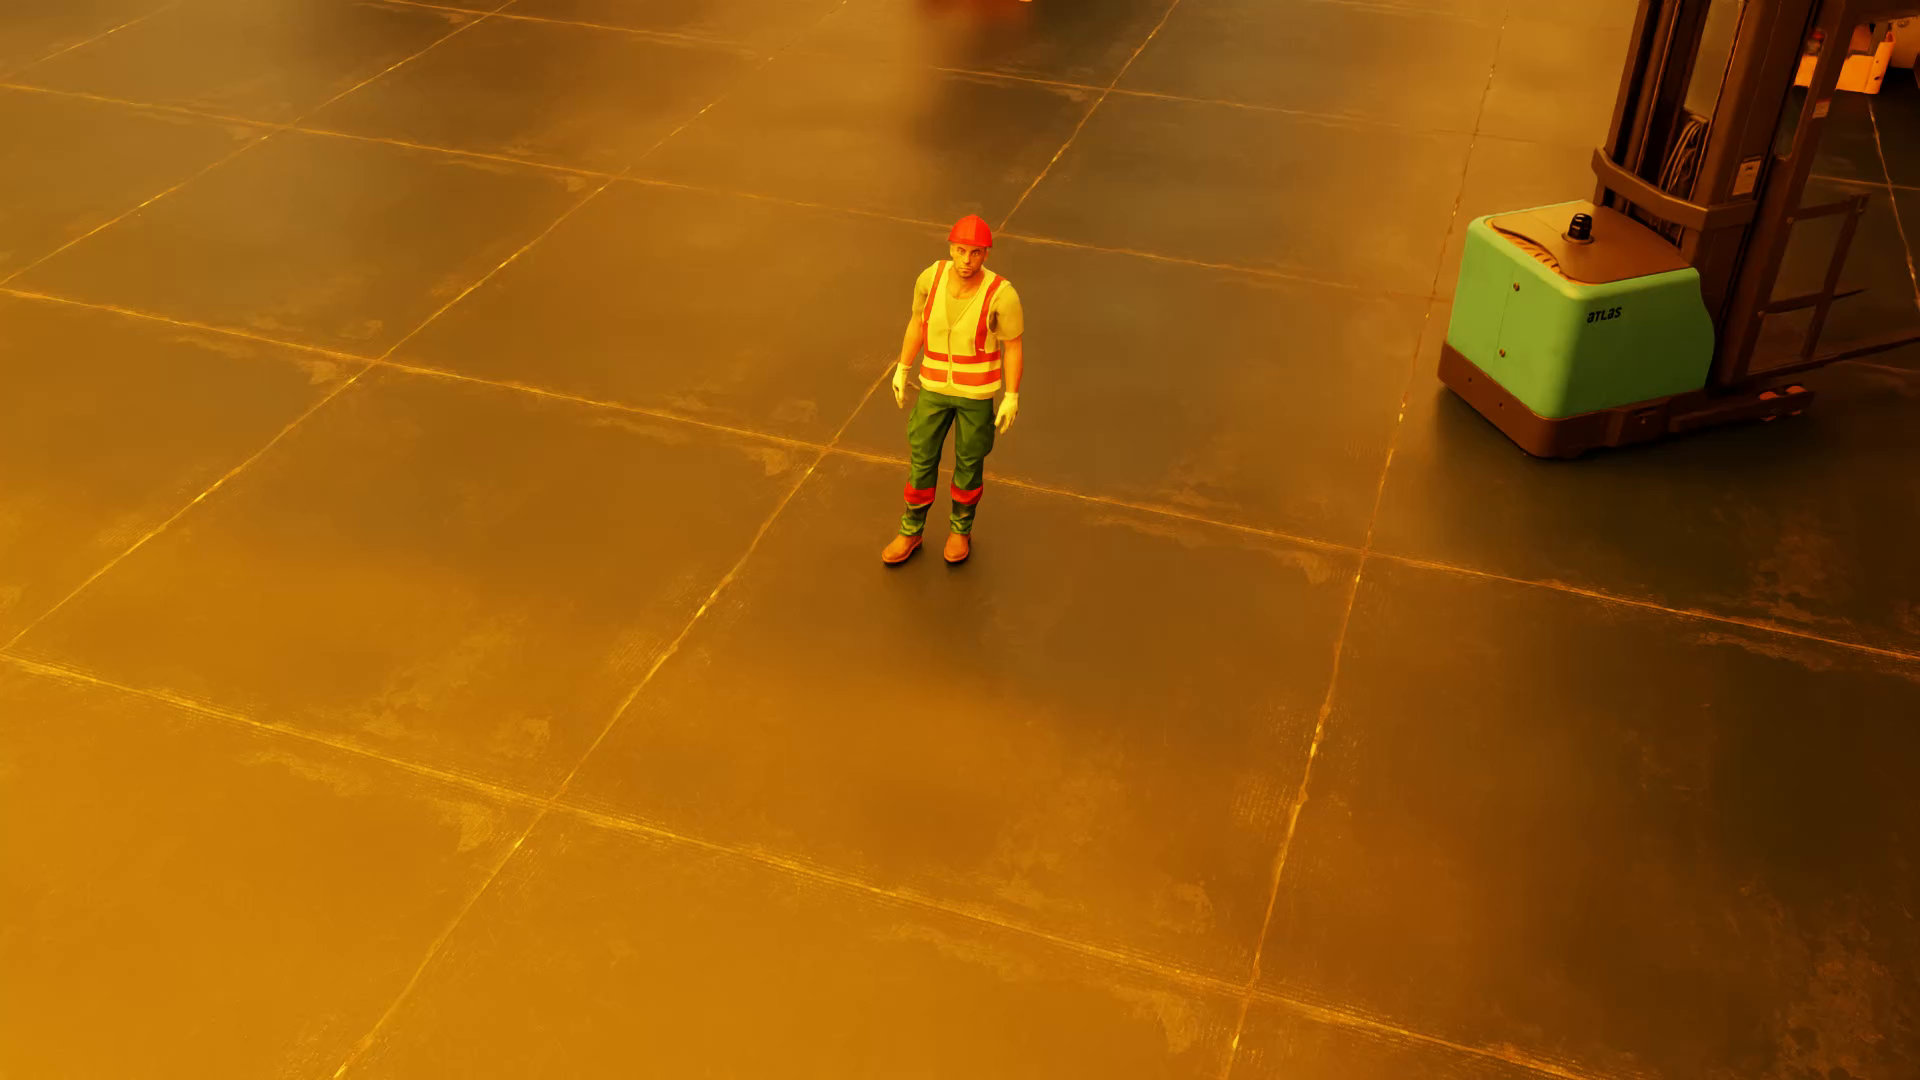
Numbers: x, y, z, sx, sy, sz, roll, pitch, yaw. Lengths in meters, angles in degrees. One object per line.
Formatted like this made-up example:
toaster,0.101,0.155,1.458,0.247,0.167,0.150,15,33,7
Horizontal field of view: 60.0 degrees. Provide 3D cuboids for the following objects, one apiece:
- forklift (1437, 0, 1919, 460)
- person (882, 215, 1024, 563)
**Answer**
forklift,4.413,-2.160,9.158,3.031,2.935,1.130,-12,37,-16
person,-0.038,-0.694,8.064,0.637,1.790,0.562,12,37,16
